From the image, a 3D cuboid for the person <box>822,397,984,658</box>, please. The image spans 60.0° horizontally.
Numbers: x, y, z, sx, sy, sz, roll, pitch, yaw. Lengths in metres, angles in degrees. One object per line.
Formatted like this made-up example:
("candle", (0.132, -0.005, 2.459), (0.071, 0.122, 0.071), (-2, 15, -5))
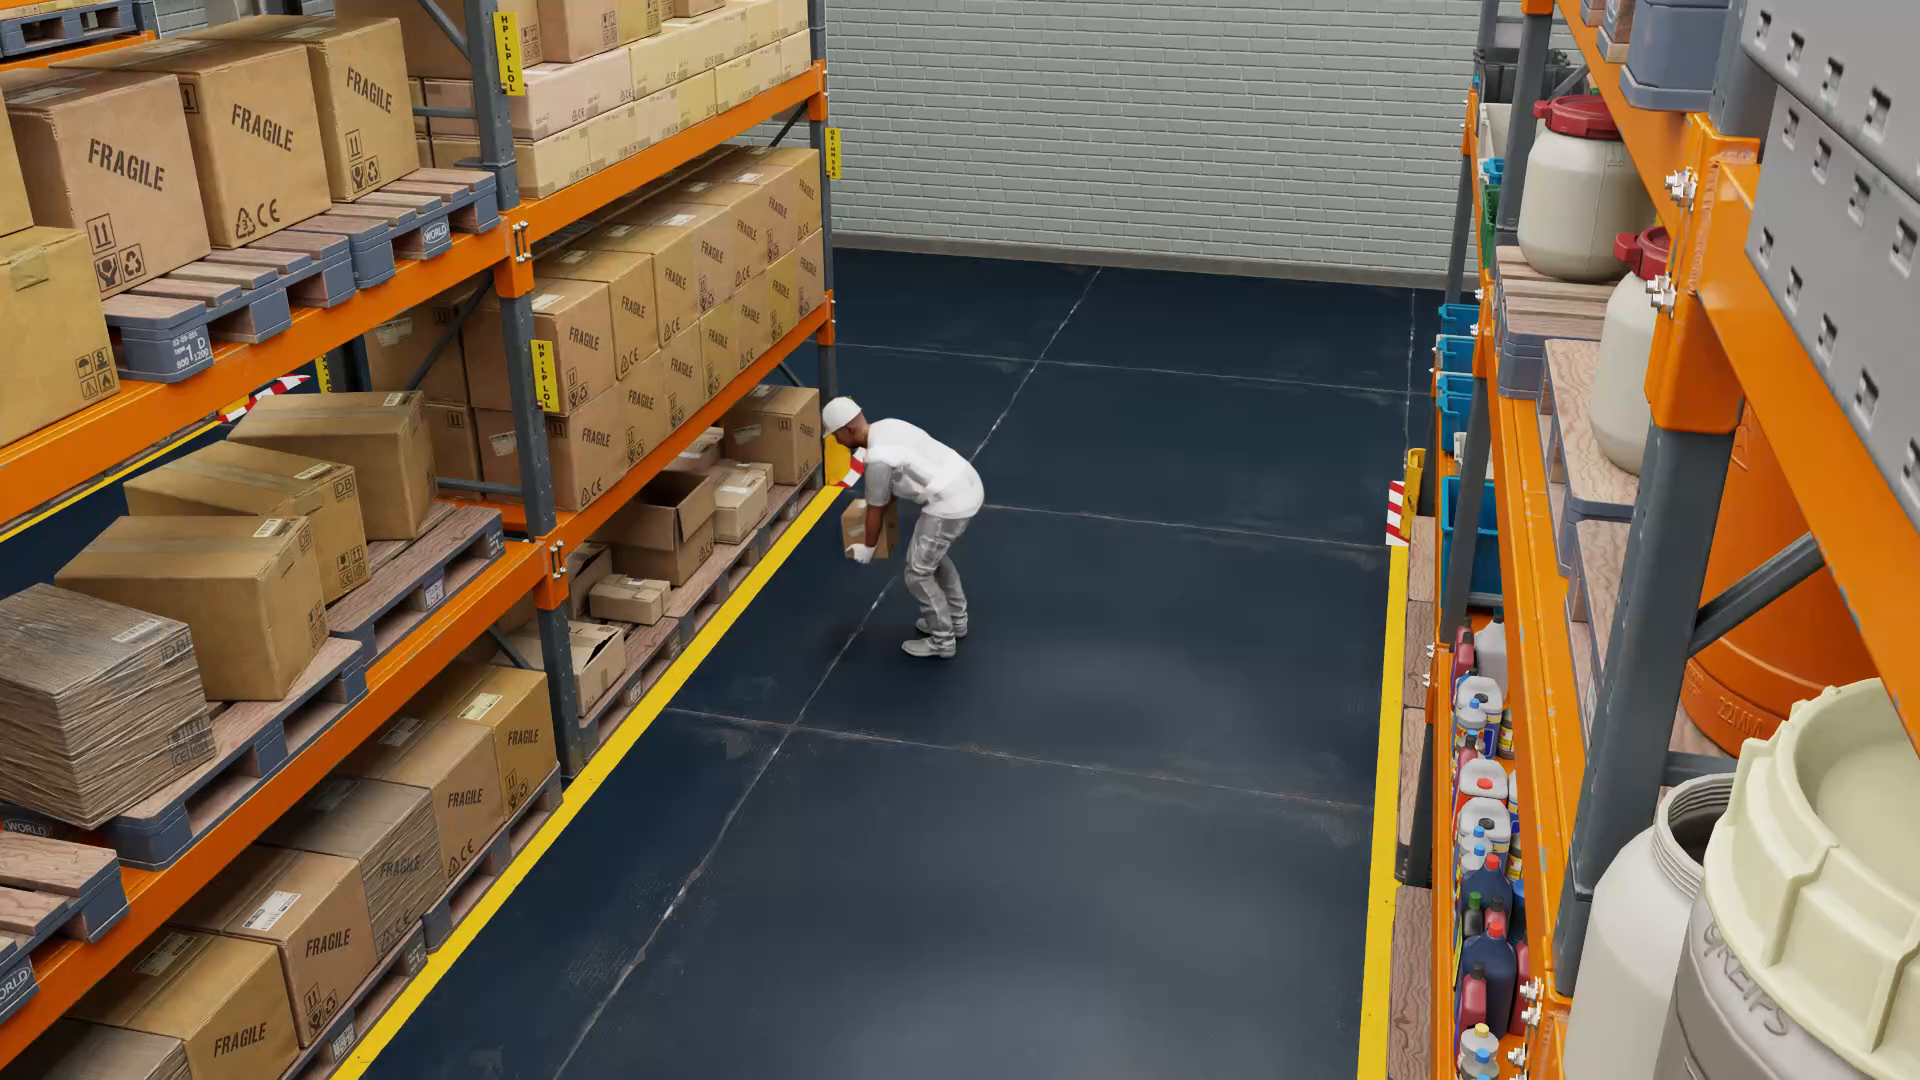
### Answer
("person", (-0.312, -0.082, 9.165), (0.876, 1.437, 0.498), (6, 26, 12))
